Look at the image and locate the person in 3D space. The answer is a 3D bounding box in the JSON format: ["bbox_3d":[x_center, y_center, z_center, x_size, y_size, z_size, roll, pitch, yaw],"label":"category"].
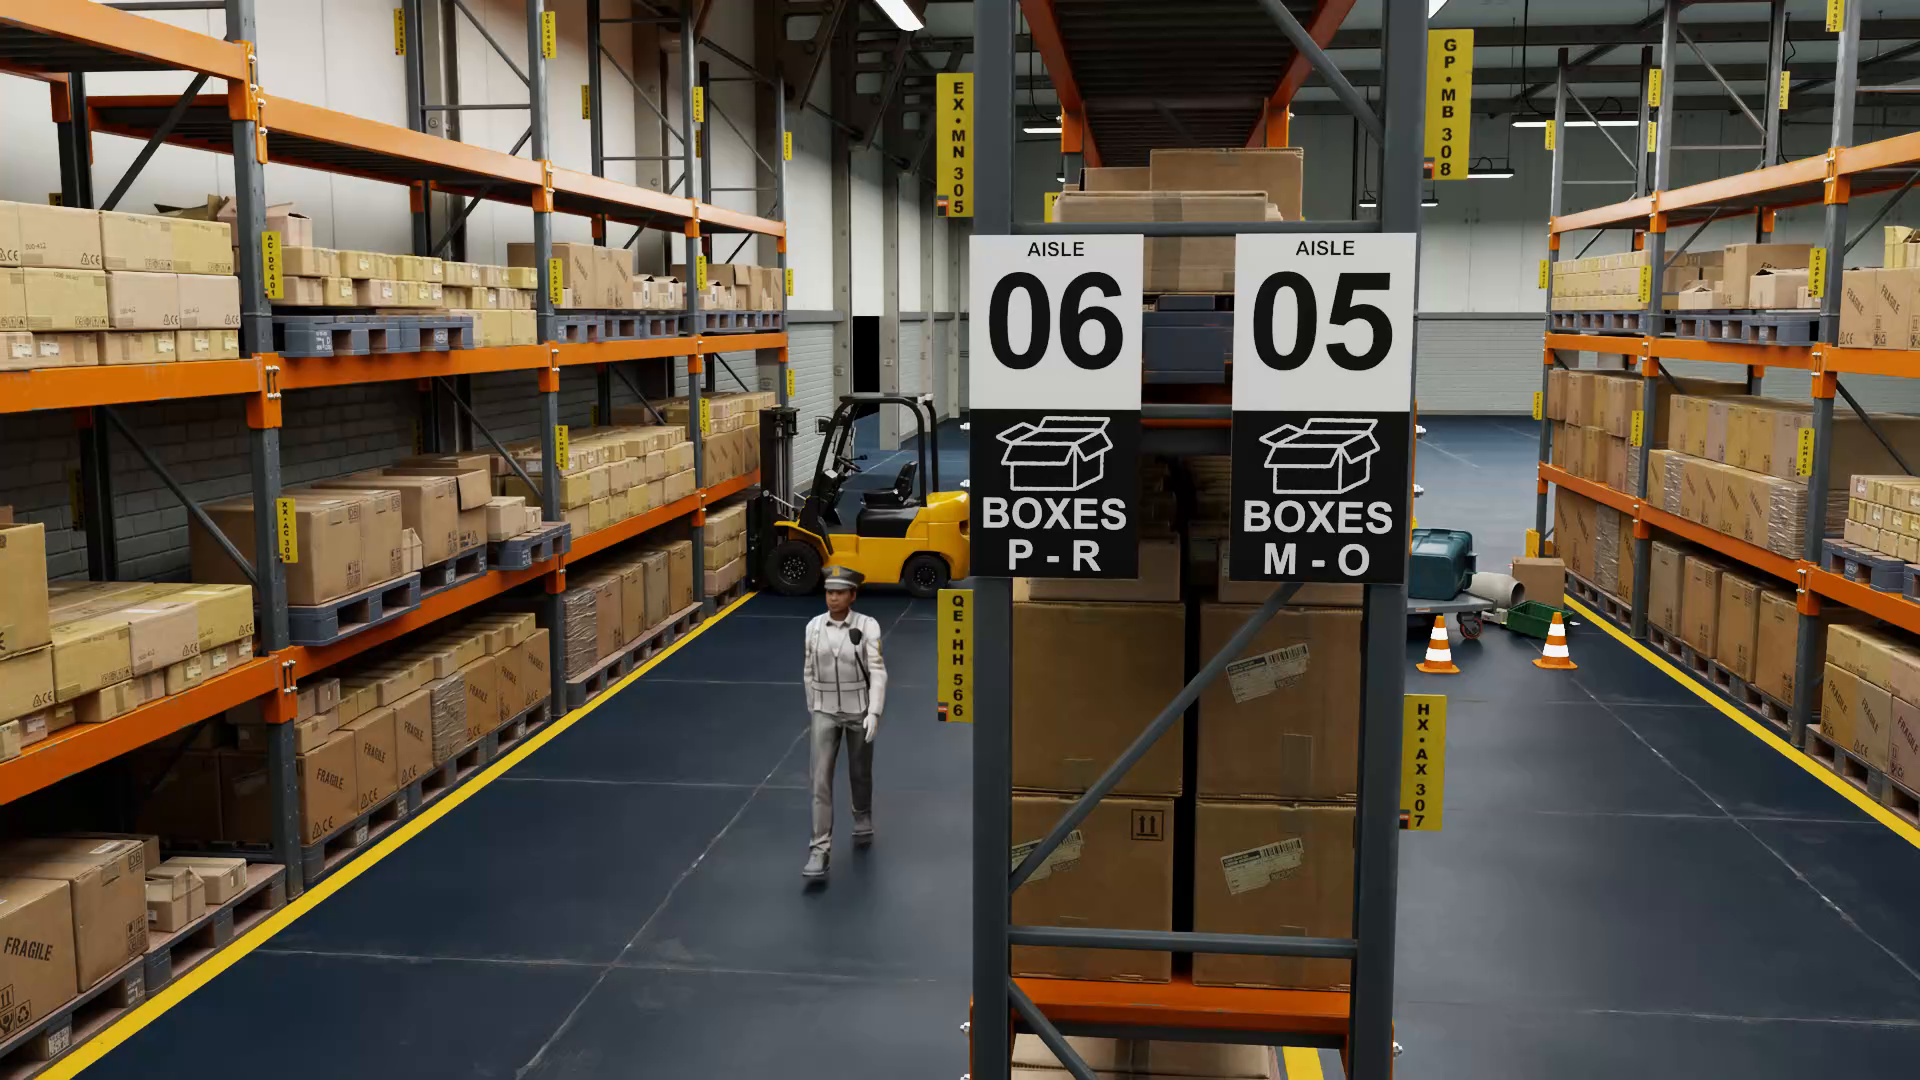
[{"bbox_3d":[-0.639,0.946,9.148,0.494,1.634,1.007,1,8,4],"label":"person"}]
